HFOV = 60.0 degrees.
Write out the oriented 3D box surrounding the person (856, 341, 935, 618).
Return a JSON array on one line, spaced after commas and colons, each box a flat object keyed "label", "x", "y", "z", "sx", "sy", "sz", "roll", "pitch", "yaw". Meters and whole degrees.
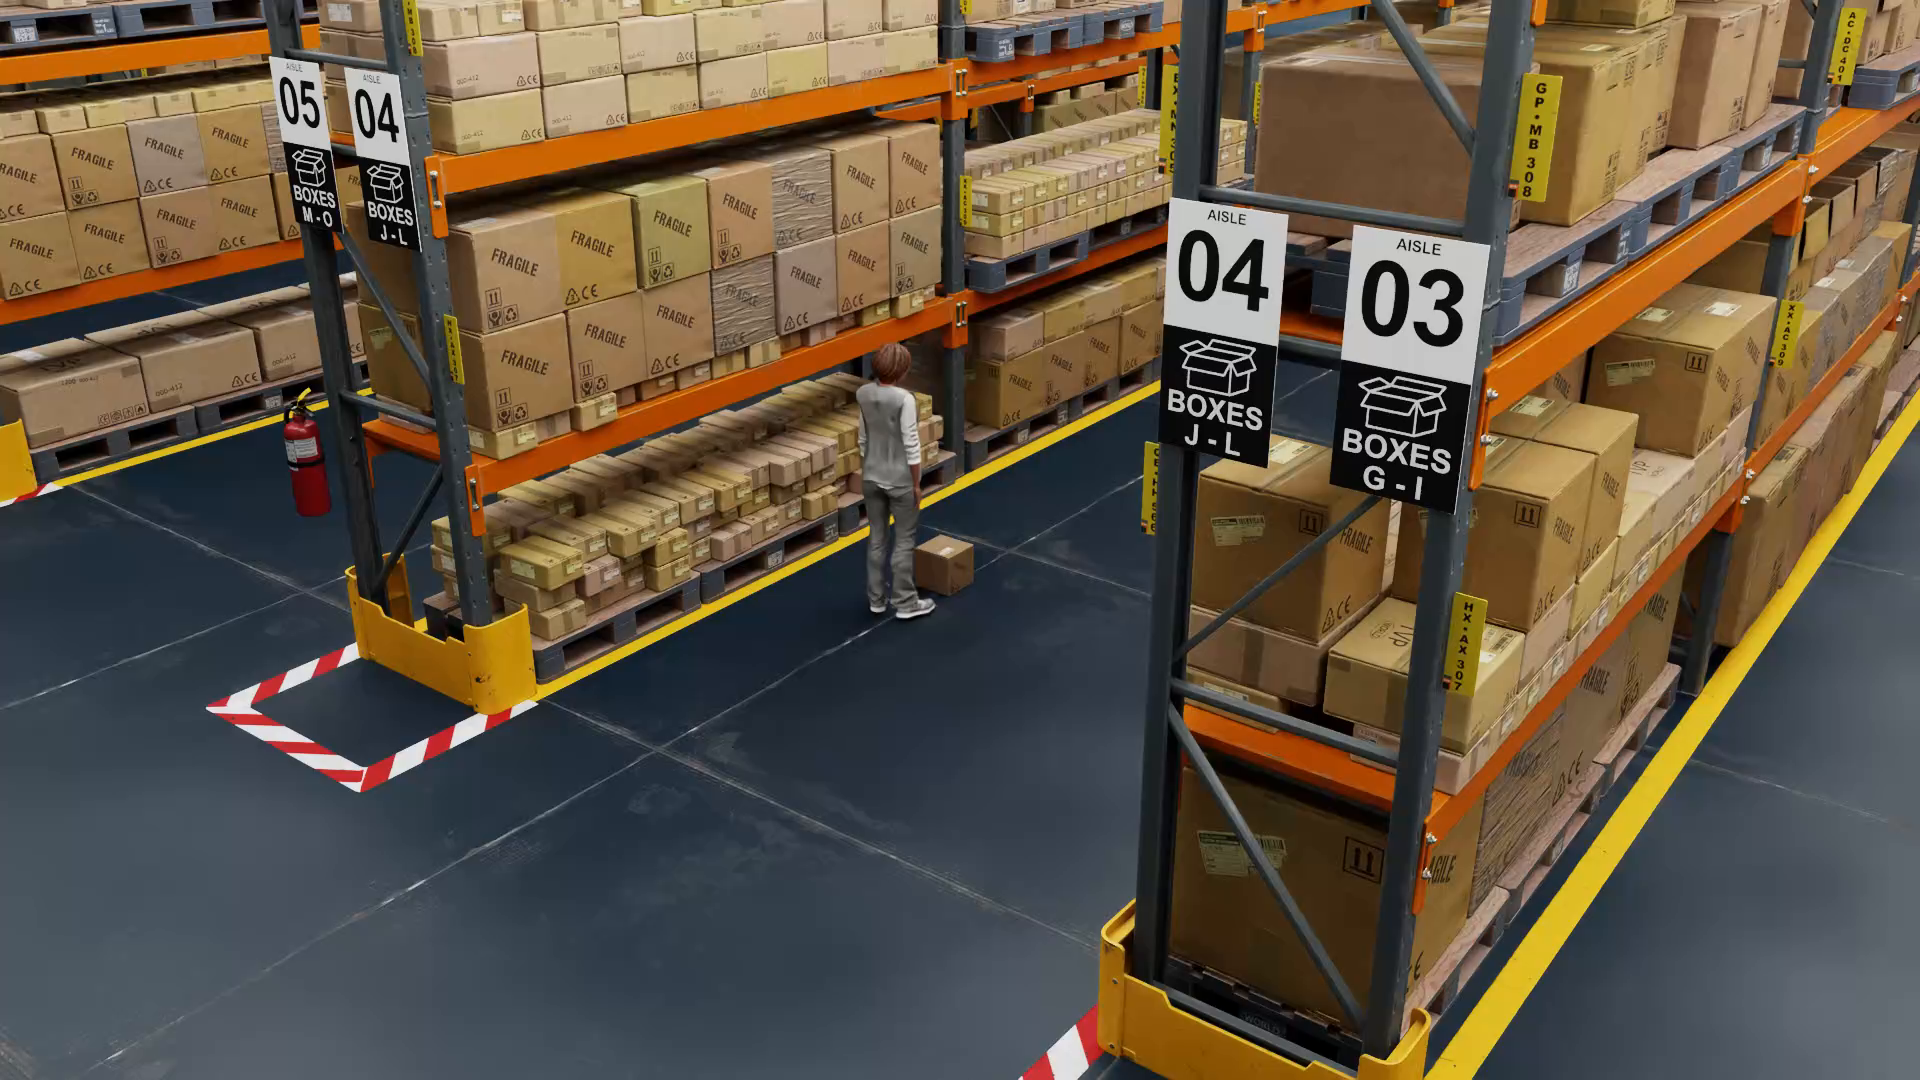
[{"label": "person", "x": -0.386, "y": -0.329, "z": 9.311, "sx": 0.430, "sy": 1.601, "sz": 0.311, "roll": 13, "pitch": 27, "yaw": 27}]
